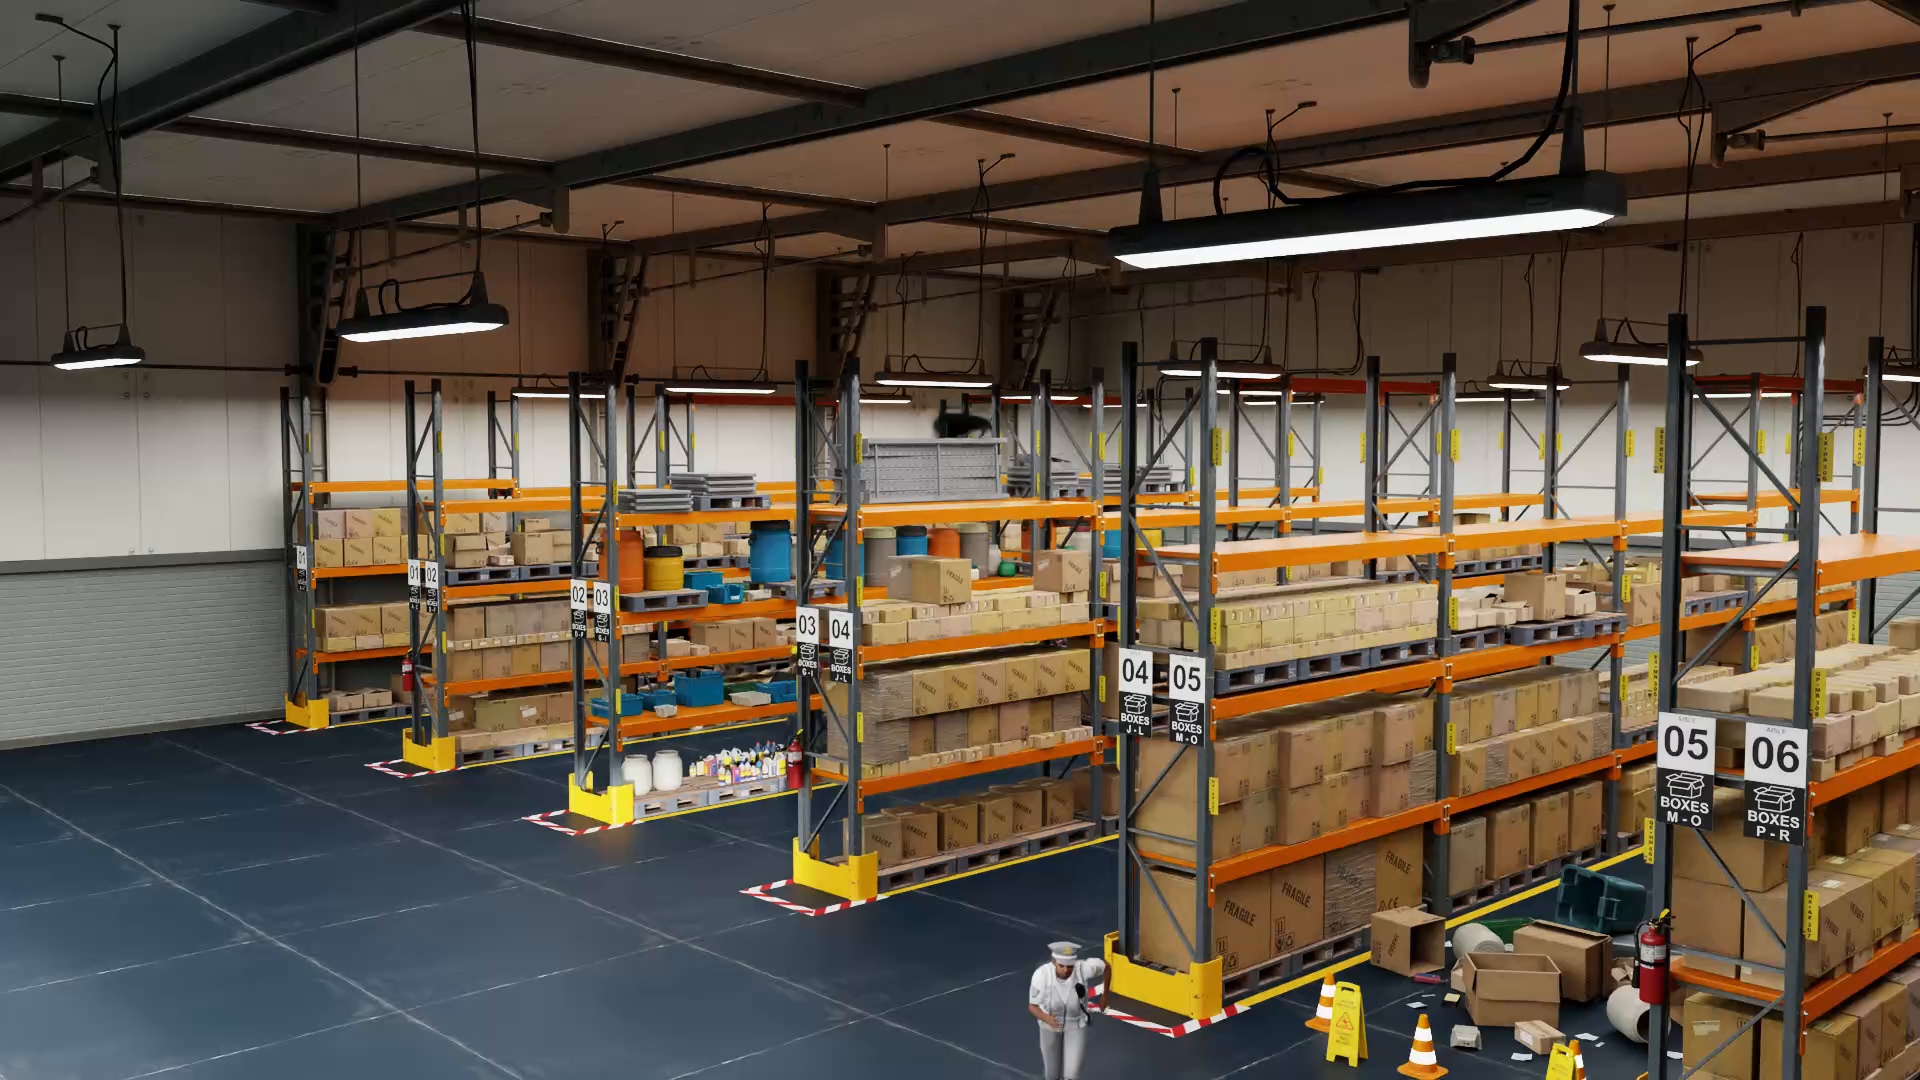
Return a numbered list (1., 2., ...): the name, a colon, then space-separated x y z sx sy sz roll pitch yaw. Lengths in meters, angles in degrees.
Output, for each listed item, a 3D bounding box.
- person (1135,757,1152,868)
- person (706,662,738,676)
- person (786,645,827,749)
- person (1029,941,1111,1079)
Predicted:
1. person: 2.124 3.124 18.192 0.643 1.700 0.874 3 5 42
2. person: -4.430 2.368 31.757 1.030 1.593 0.669 -3 5 -38
3. person: -2.441 2.576 27.131 0.961 1.774 0.682 -3 5 -39
4. person: 0.809 3.618 12.239 0.608 1.505 0.910 0 4 3
